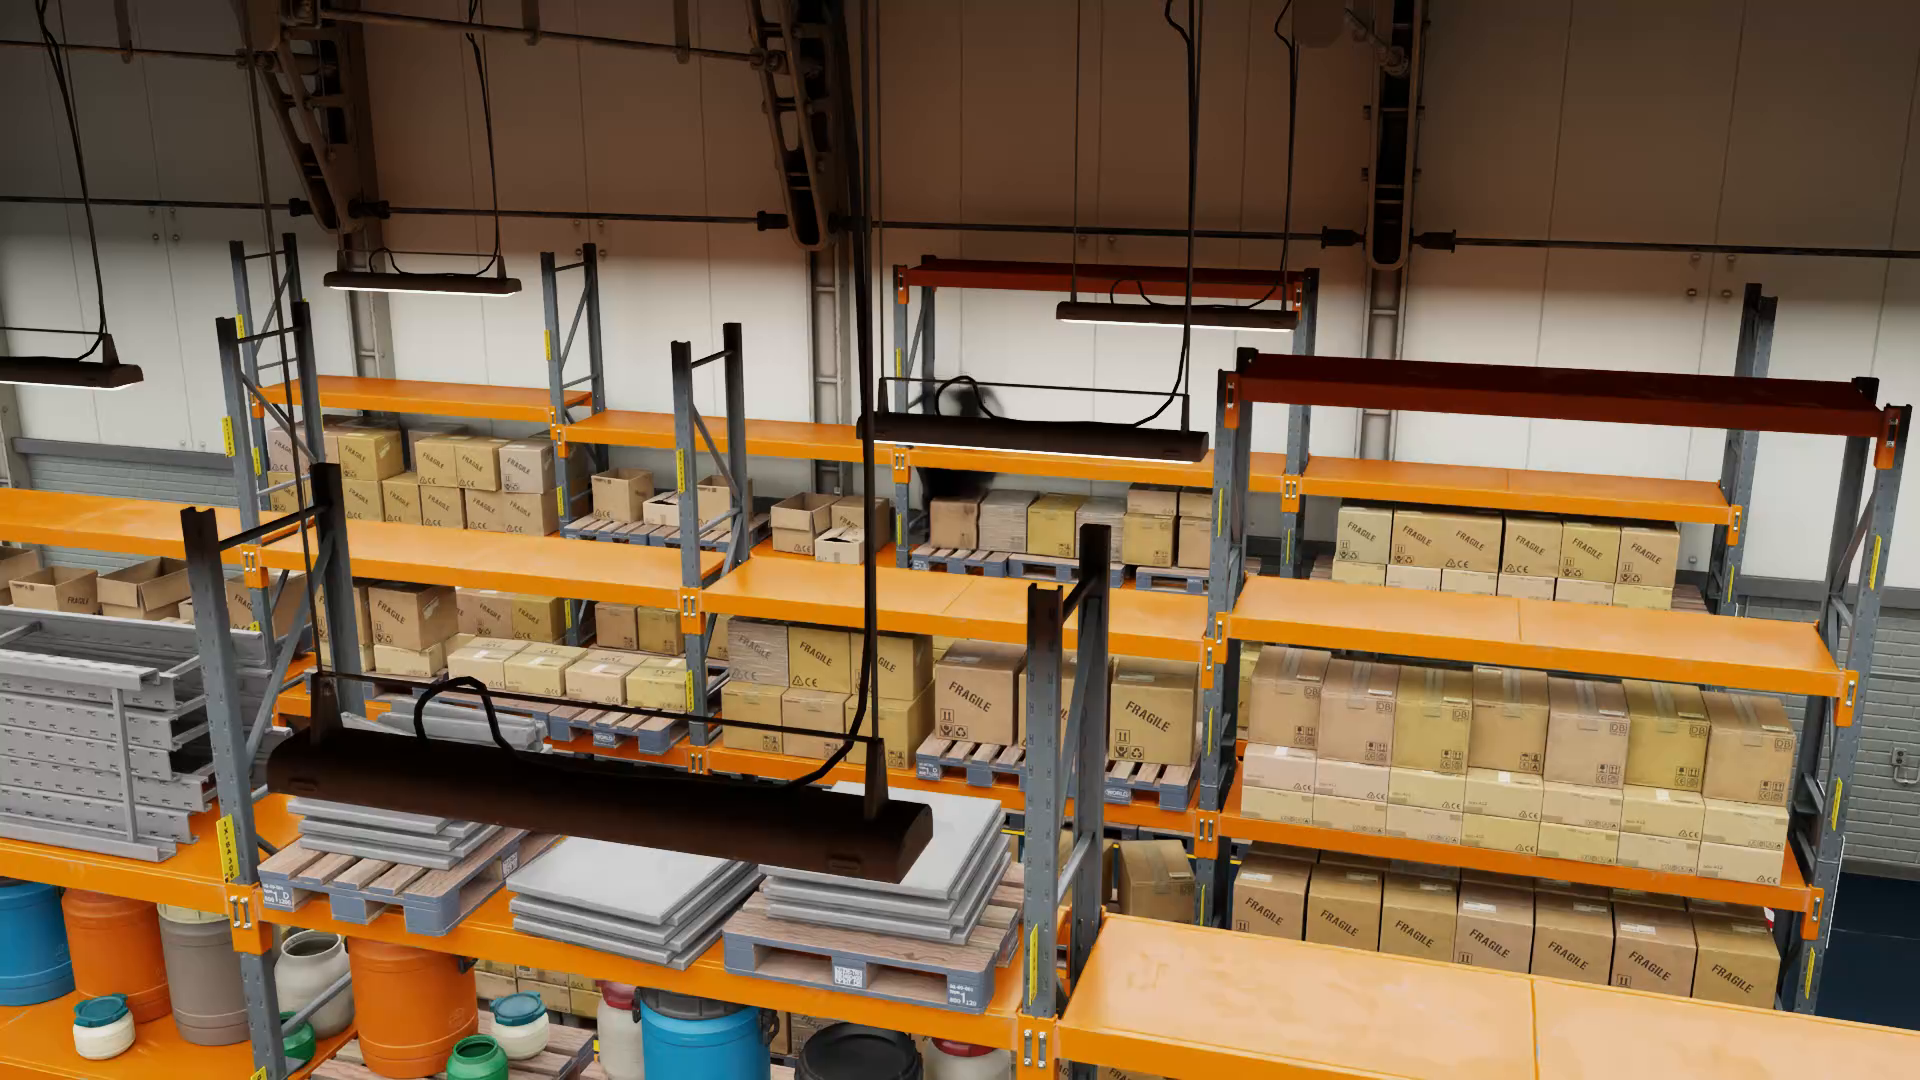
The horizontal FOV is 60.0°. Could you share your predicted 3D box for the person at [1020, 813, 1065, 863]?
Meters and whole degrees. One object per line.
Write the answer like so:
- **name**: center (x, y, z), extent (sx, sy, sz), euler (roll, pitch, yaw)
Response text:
- **person**: center (0.821, 2.523, 15.776), extent (0.913, 1.817, 0.693), euler (4, 17, 15)
